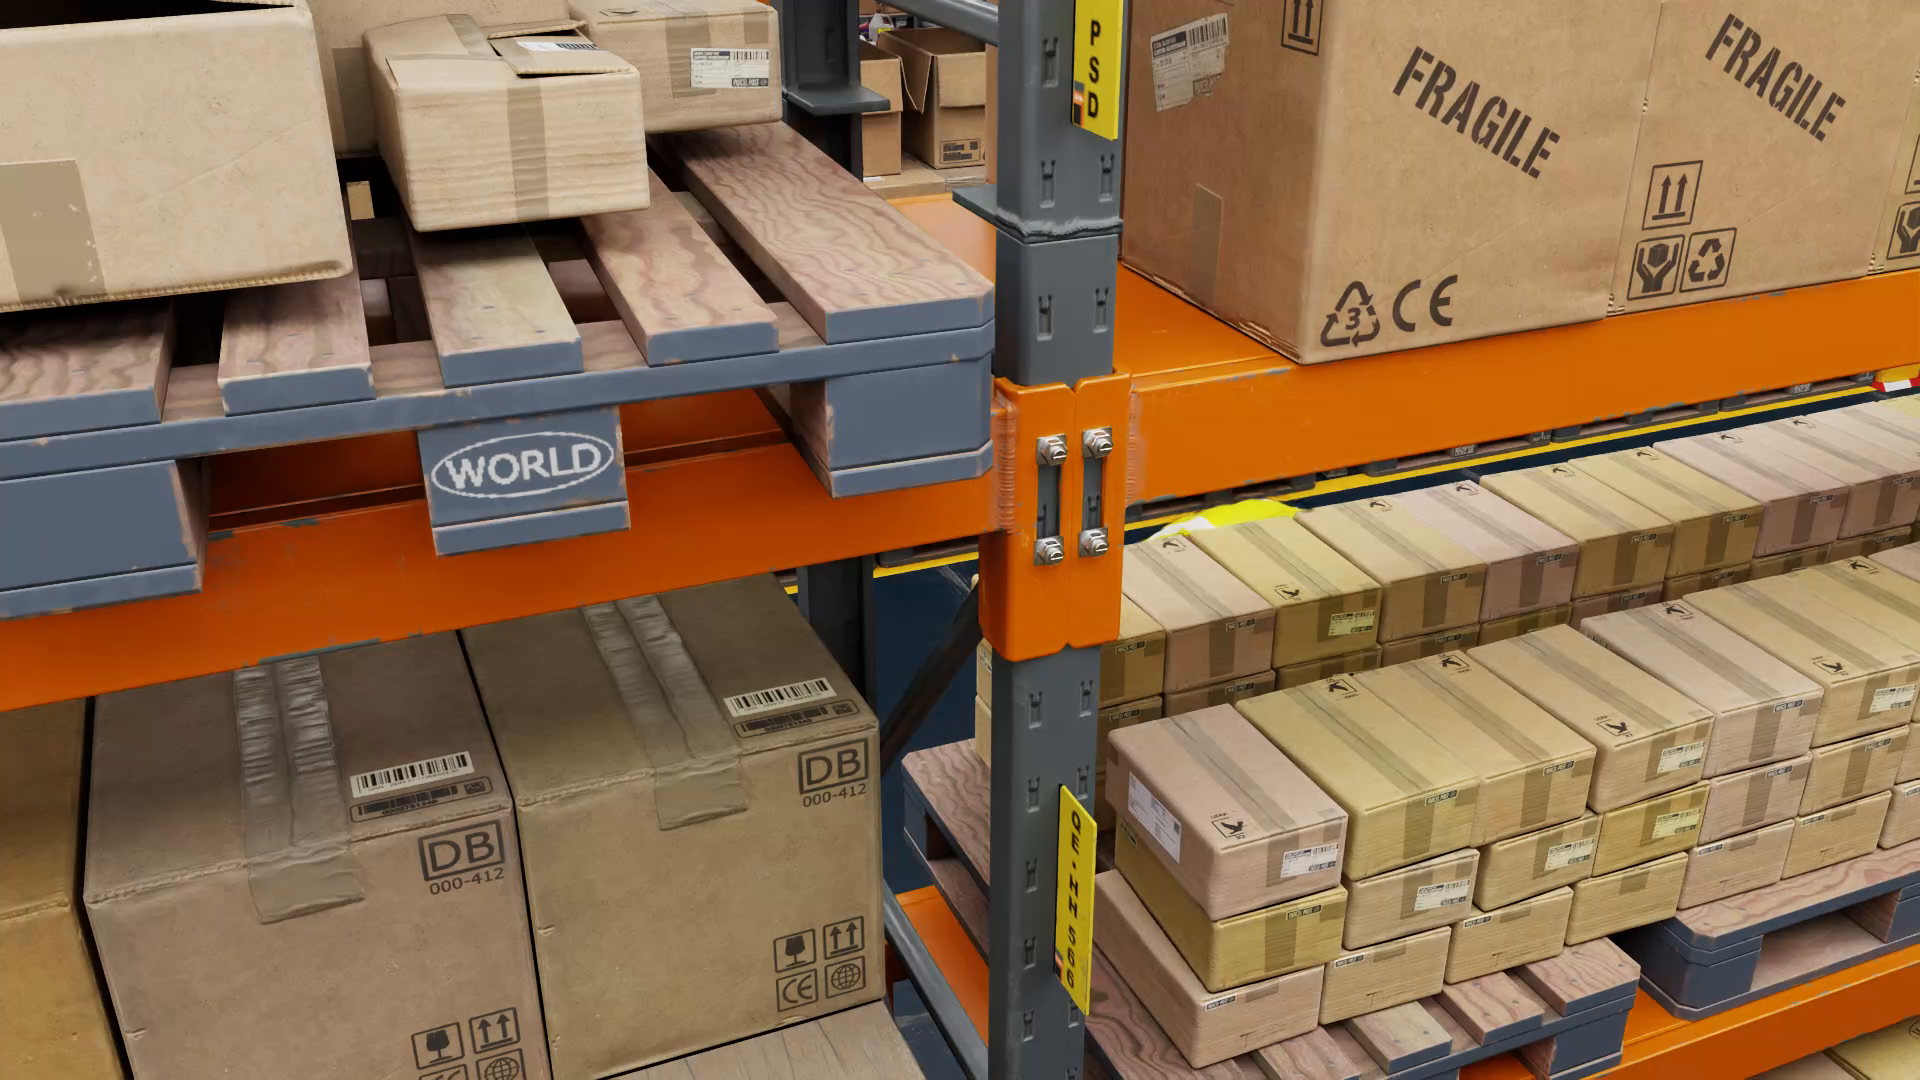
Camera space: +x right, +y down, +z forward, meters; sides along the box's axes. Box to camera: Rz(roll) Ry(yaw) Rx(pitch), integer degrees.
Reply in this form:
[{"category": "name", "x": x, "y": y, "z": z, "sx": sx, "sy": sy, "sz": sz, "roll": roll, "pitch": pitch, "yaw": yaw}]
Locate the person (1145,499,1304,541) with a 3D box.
[{"category": "person", "x": 1.036, "y": 0.269, "z": 6.282, "sx": 0.606, "sy": 1.112, "sz": 0.869, "roll": -10, "pitch": 28, "yaw": -20}]
